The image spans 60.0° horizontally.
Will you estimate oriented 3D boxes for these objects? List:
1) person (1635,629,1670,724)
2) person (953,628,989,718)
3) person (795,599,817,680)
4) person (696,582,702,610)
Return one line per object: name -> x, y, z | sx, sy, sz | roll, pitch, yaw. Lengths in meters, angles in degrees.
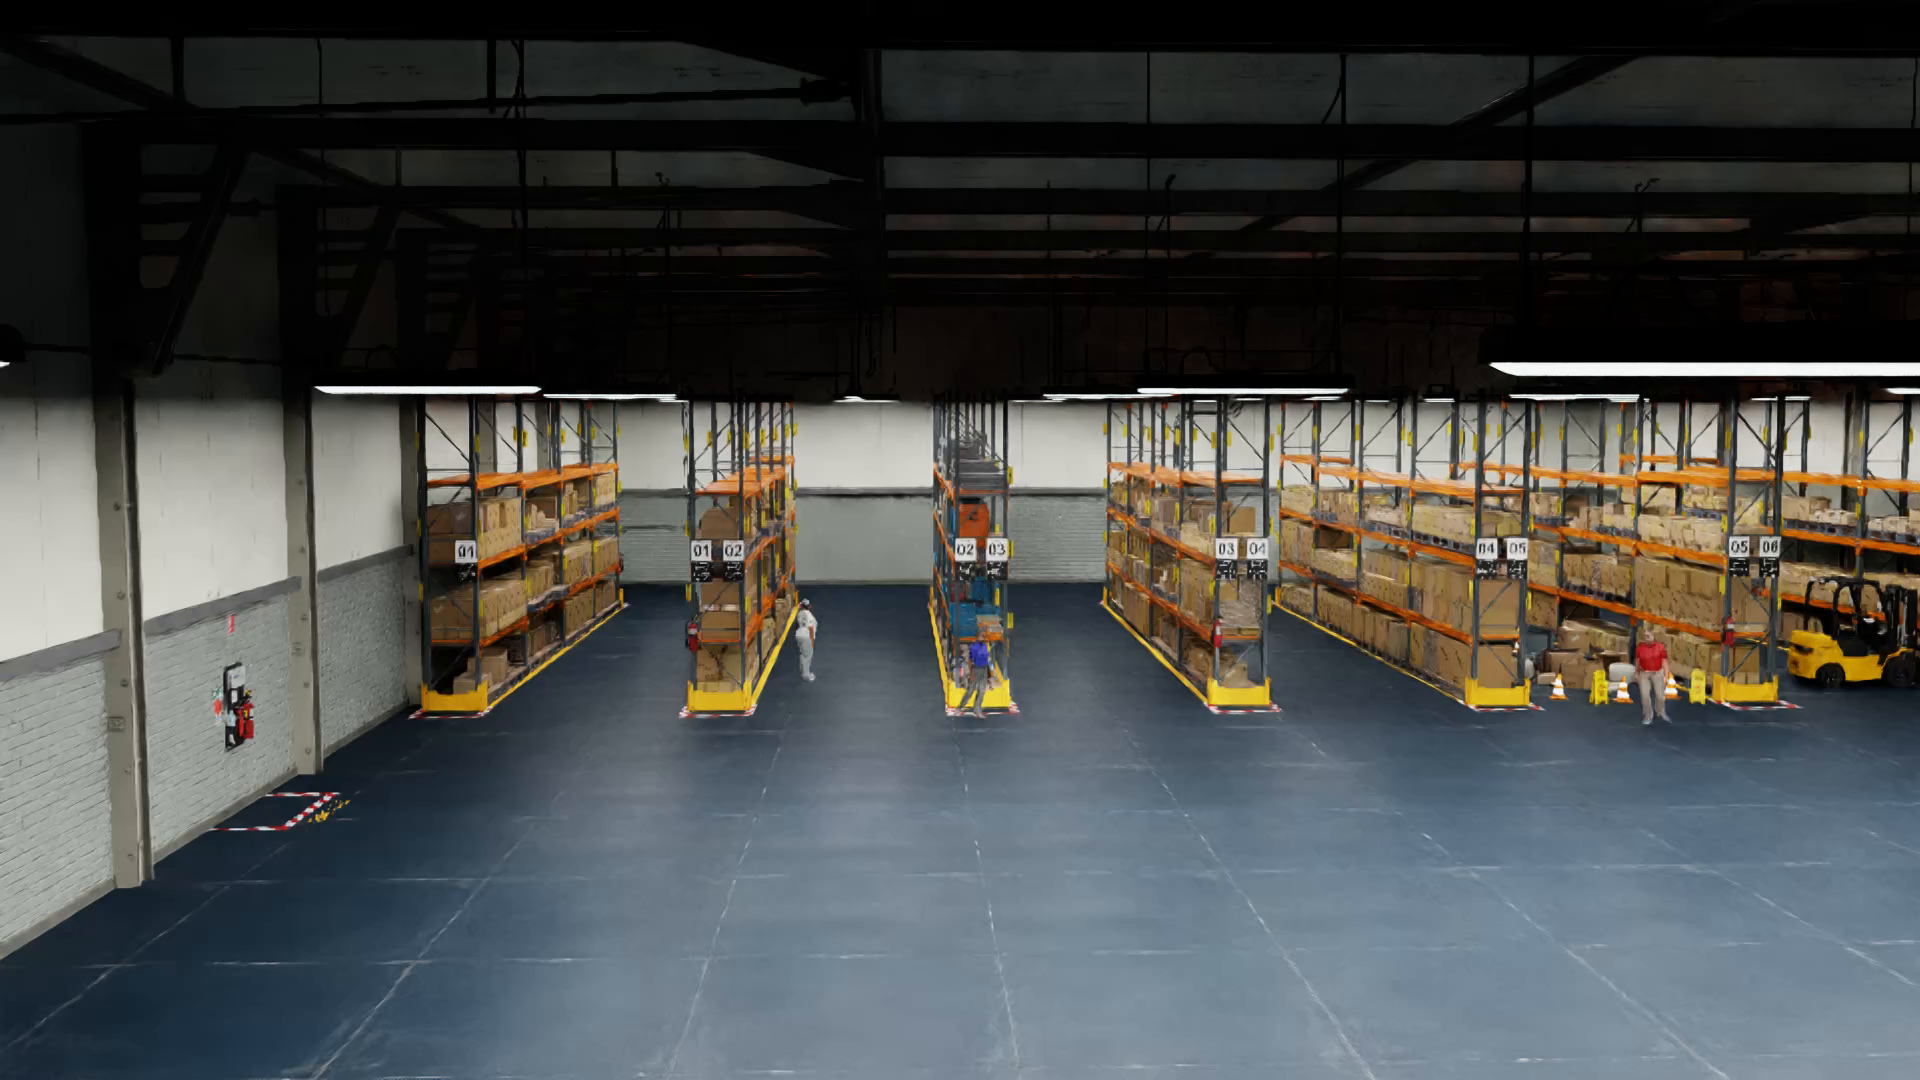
person -> 12.455, 2.434, 29.876 | 0.600, 1.713, 0.563 | 3, 6, 34
person -> 0.214, 2.434, 30.351 | 0.653, 1.639, 0.491 | -5, 6, -44
person -> -3.181, 2.059, 34.628 | 0.443, 1.666, 0.526 | -3, 6, -33
person -> -7.077, 1.147, 45.482 | 0.553, 1.709, 1.123 | 0, 5, 0
